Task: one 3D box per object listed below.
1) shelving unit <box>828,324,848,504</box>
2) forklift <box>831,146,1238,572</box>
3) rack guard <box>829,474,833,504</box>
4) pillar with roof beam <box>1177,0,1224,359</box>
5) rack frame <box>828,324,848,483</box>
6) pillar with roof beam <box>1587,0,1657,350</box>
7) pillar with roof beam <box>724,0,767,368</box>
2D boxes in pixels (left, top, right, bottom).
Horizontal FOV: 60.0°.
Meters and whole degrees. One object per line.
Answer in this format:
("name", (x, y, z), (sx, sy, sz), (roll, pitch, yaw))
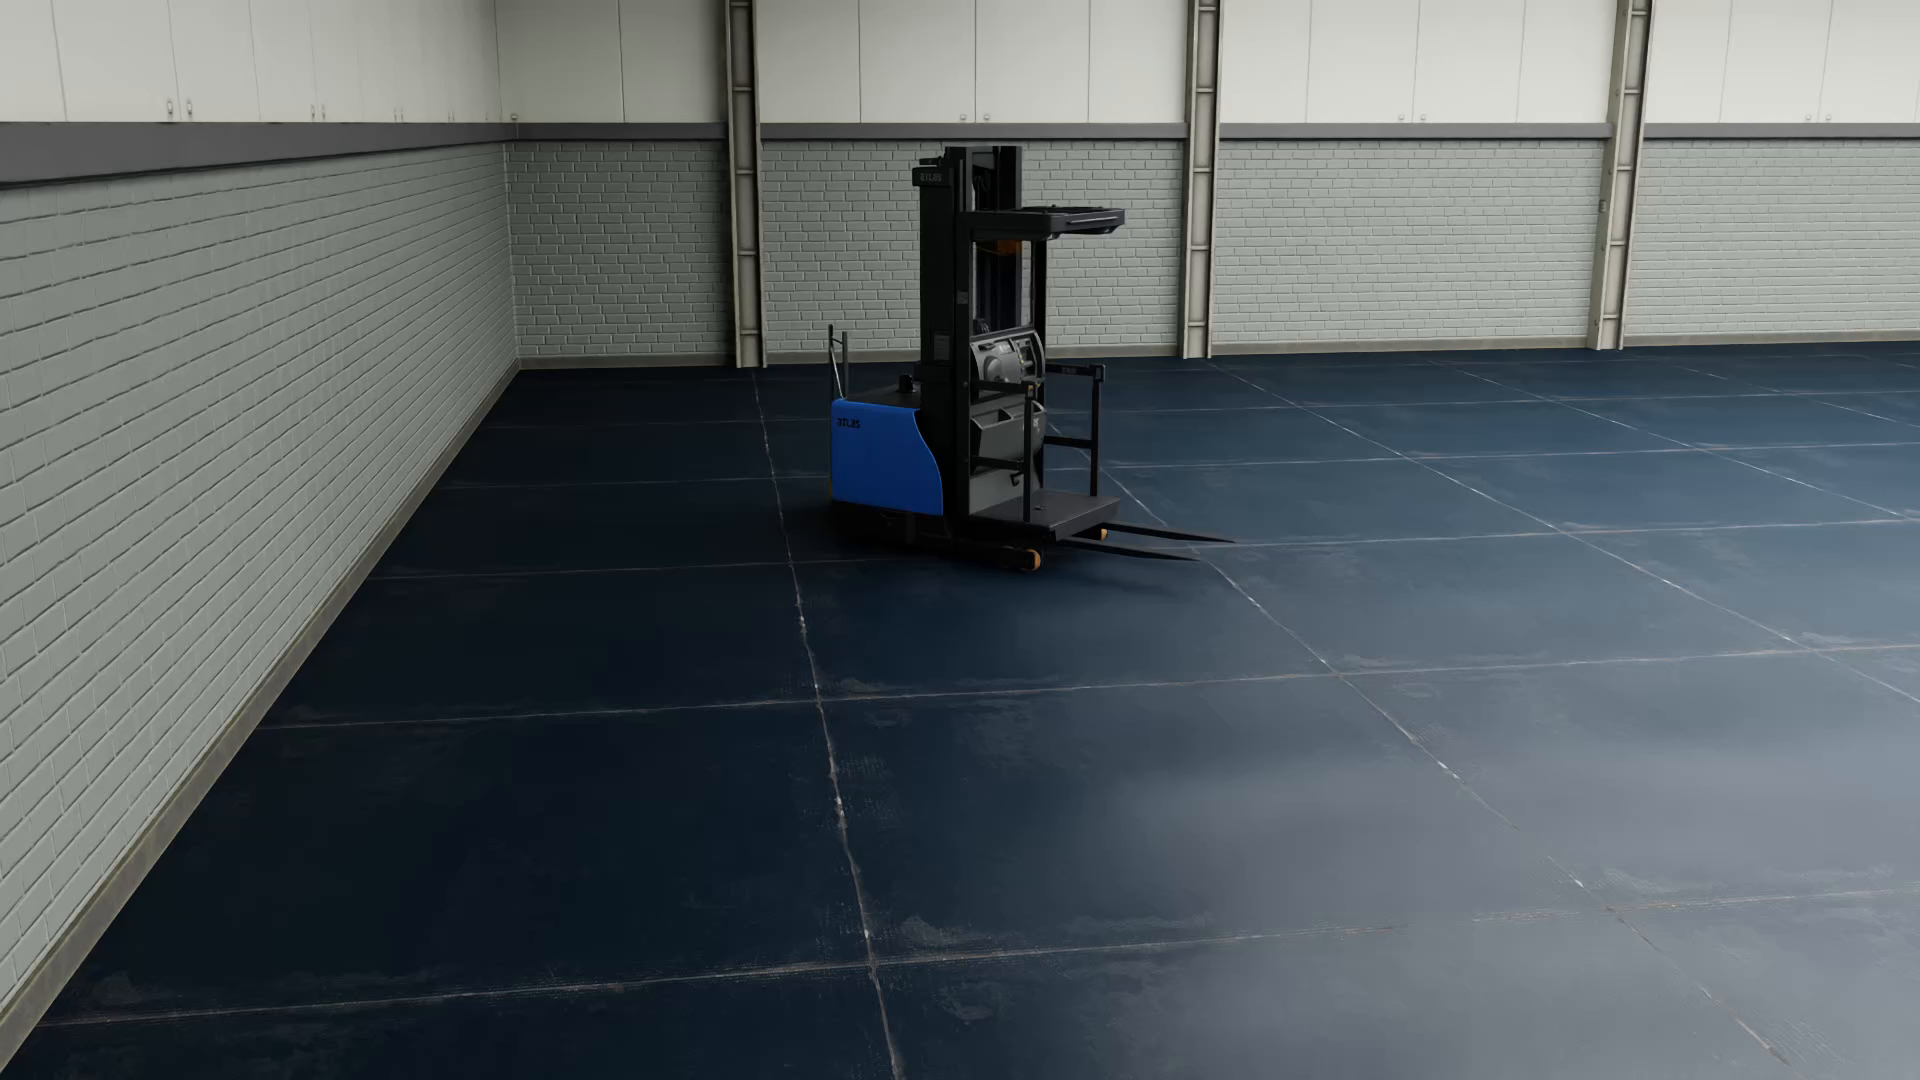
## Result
("shelving unit", (-0.491, -1.013, 13.677), (1.083, 1.500, 0.587), (-5, 15, -18))
("forklift", (0.525, -1.339, 12.035), (3.031, 2.935, 1.130), (9, 17, 32))
("rack guard", (-0.963, -0.368, 13.675), (0.087, 0.250, 0.587), (-5, 15, -18))
("pillar with roof beam", (3.834, -5.830, 17.470), (0.400, 9.000, 9.100), (-2, 14, -8))
("rack frame", (-0.982, -0.973, 13.517), (0.032, 1.500, 0.500), (-5, 15, -18))
("pillar with roof beam", (9.767, -6.048, 18.337), (0.400, 9.000, 9.100), (-2, 14, -8))
("pillar with roof beam", (-2.099, -5.613, 16.603), (0.400, 9.000, 9.100), (-2, 14, -8))
